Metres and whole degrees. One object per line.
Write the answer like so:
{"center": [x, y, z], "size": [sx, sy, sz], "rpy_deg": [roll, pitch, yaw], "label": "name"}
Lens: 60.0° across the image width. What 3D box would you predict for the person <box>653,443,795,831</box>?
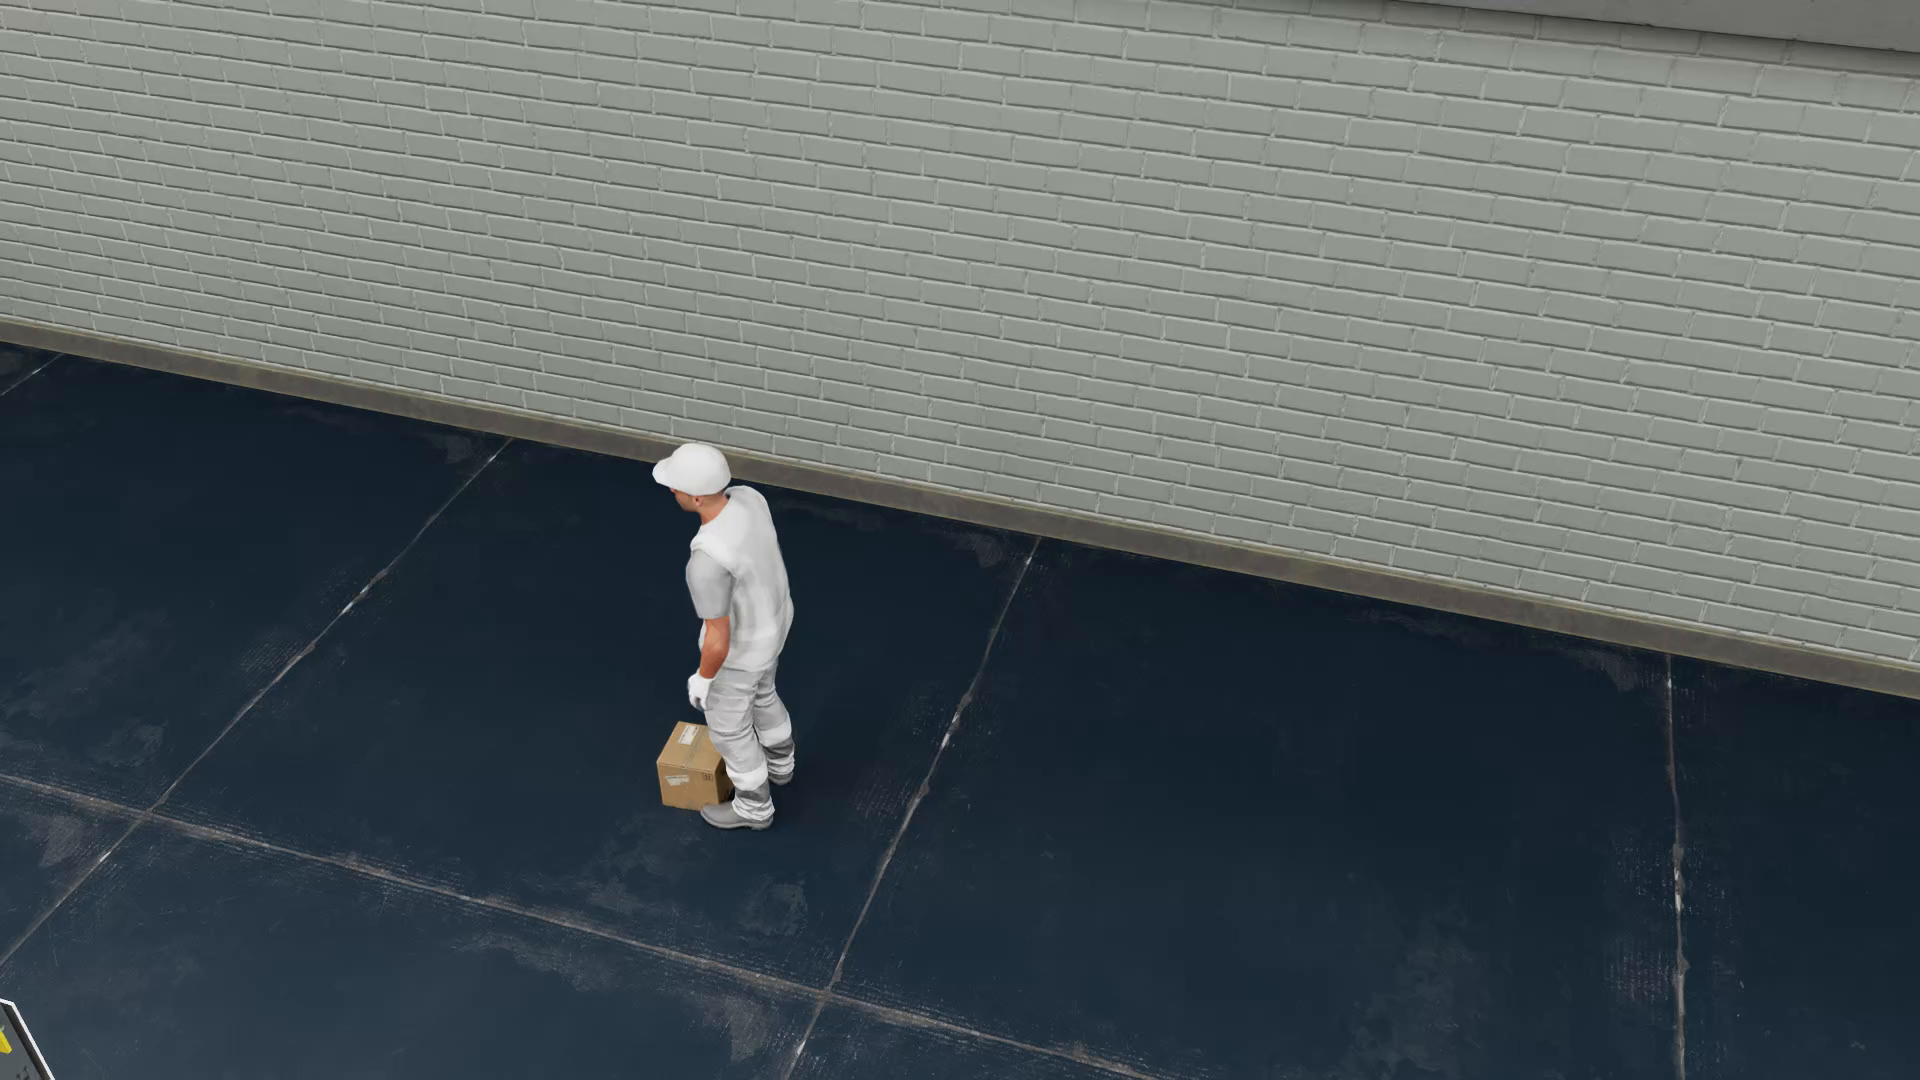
{"center": [-0.869, 0.380, 6.368], "size": [0.446, 1.780, 0.623], "rpy_deg": [9, 38, 12], "label": "person"}
